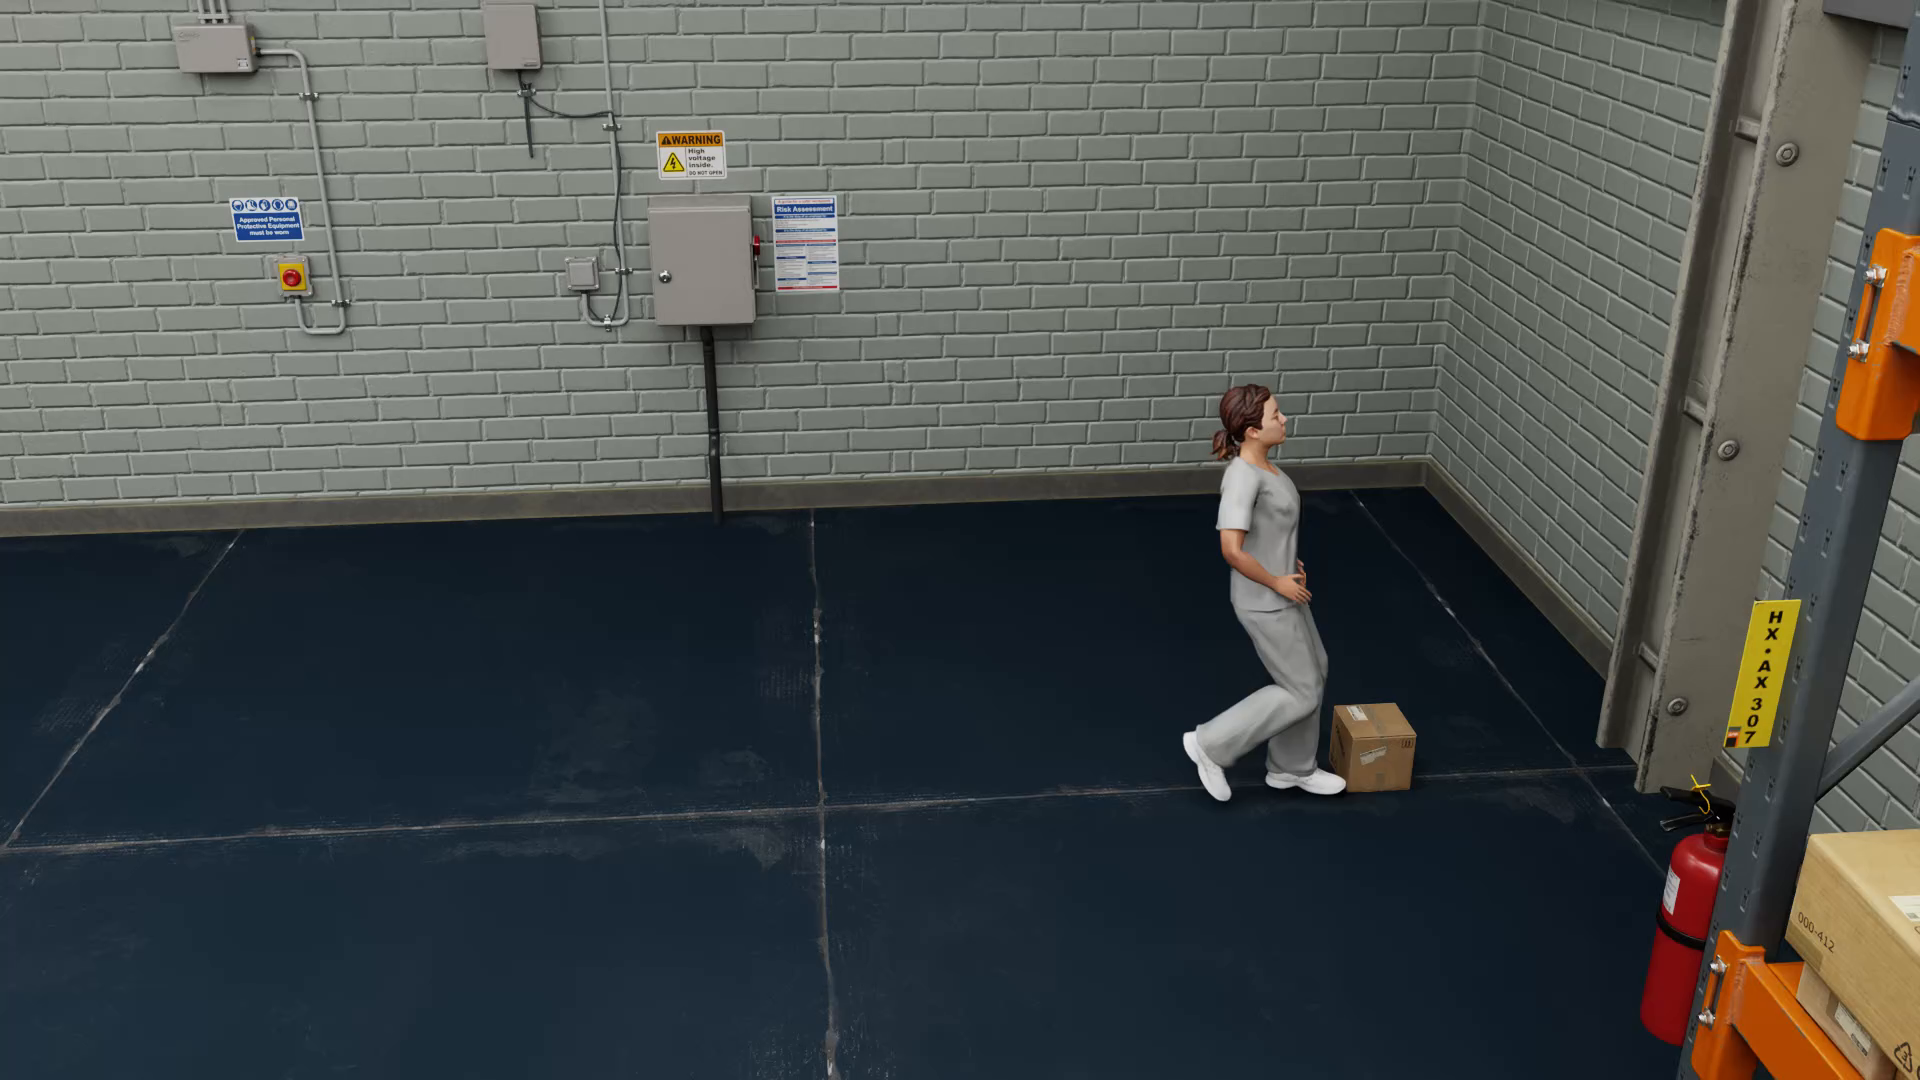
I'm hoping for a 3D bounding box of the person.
[{"bbox_3d":[1.184,0.207,6.185,0.634,1.624,0.601,3,24,8],"label":"person"}]
